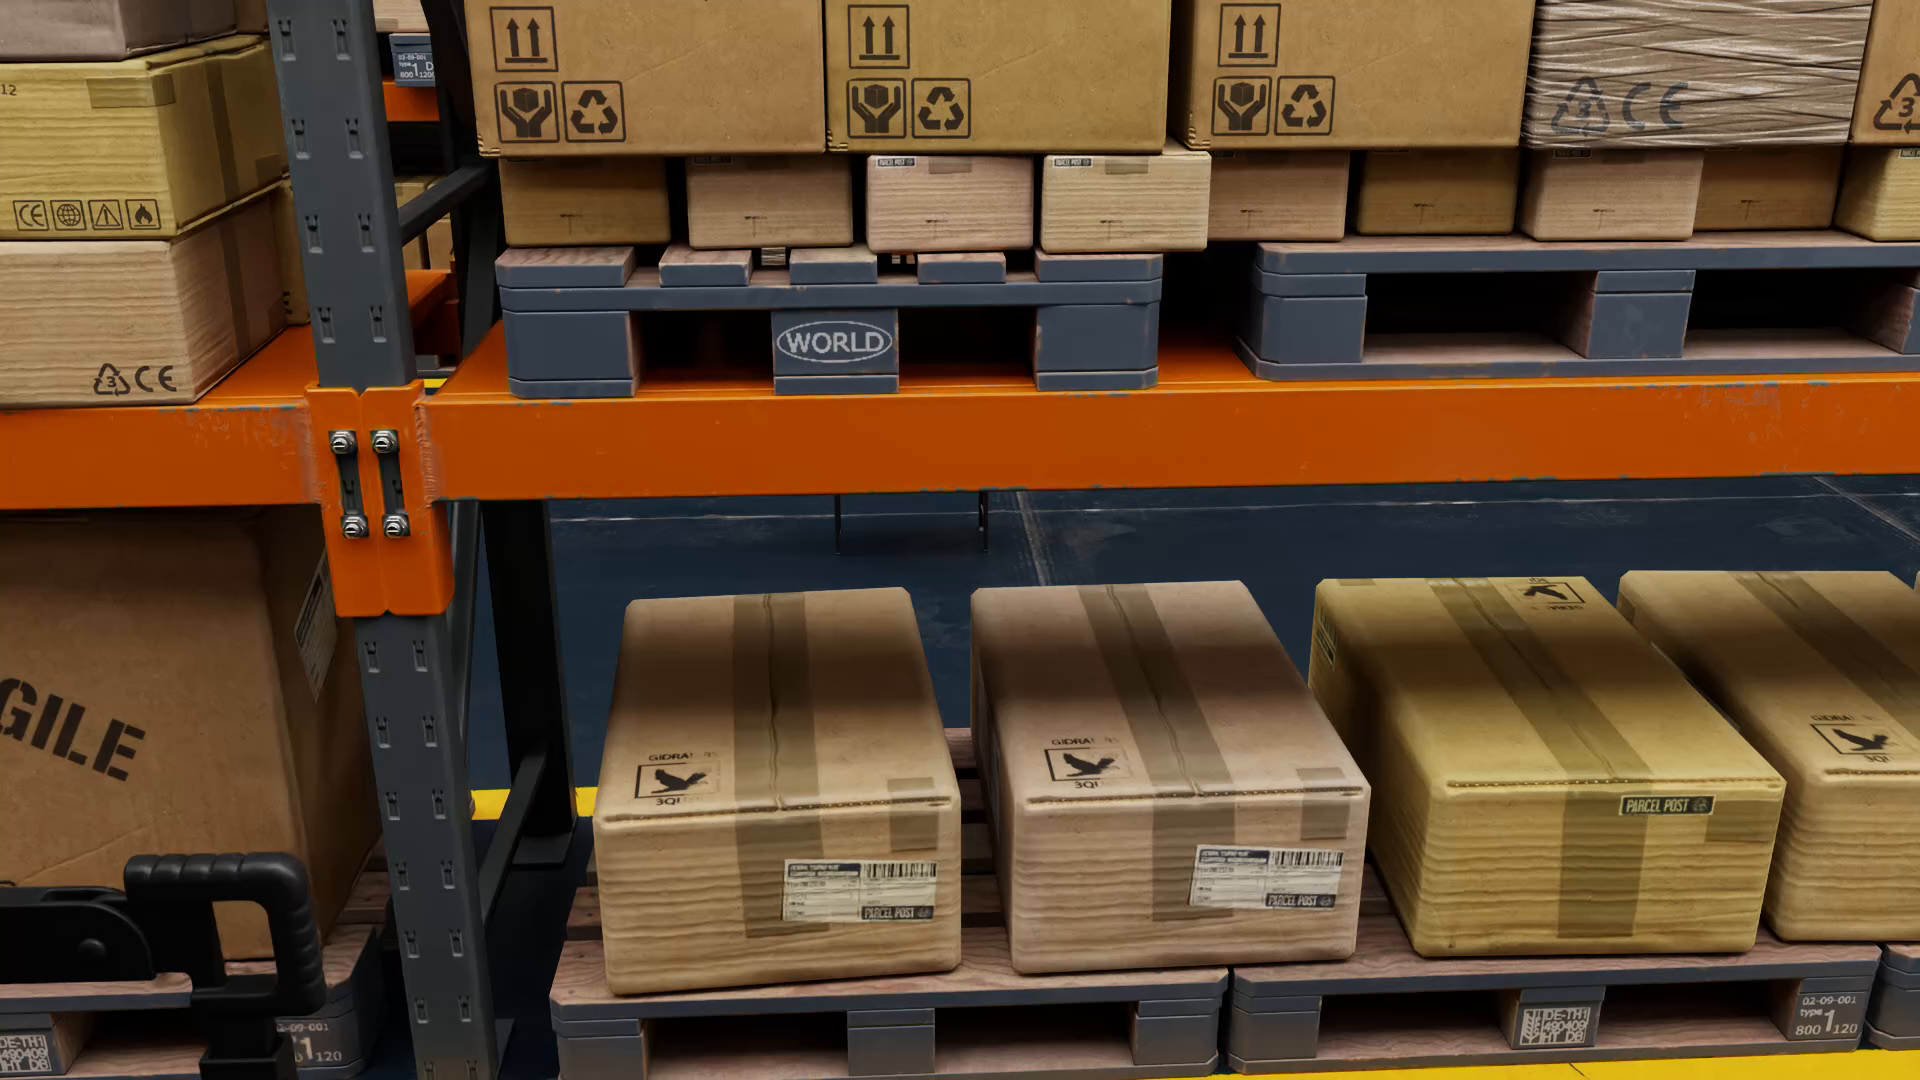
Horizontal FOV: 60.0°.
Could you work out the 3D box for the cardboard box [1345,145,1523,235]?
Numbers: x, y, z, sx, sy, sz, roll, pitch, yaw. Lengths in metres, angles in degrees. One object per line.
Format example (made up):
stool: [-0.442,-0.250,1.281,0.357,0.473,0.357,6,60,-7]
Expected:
cardboard box: [0.757,-0.623,2.806,0.250,0.149,0.380,0,21,-1]

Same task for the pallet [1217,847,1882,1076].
pallet: [1.065,0.694,3.503,1.213,0.211,1.003,-1,21,-3]

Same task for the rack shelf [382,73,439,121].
rack shelf: [-3.214,-1.957,7.556,4.000,0.370,1.077,-1,21,-3]

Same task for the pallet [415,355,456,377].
pallet: [-1.965,-1.029,8.027,1.213,0.211,1.003,-1,21,-3]

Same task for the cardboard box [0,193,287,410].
cardboard box: [-1.420,-0.398,2.661,0.500,0.250,0.500,-2,21,-5]

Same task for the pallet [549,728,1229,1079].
pallet: [-0.150,0.717,3.440,1.213,0.211,1.003,-1,21,-3]

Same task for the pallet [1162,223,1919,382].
pallet: [1.044,-0.536,3.082,1.213,0.211,1.003,-1,21,-3]

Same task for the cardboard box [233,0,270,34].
cardboard box: [-1.436,-1.161,2.910,0.500,0.500,0.500,-2,21,-5]

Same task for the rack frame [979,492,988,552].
rack frame: [0.078,-0.562,5.412,0.015,1.200,0.240,-1,21,-3]

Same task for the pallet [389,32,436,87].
pallet: [-1.890,-2.205,7.468,1.003,0.211,1.213,-1,21,-3]

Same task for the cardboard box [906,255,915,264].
cardboard box: [0.058,-1.444,7.946,0.625,0.625,0.875,0,21,-1]

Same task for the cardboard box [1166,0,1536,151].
cardboard box: [0.582,-0.906,2.636,0.500,0.500,0.500,-1,21,-2]

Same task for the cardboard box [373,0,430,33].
cardboard box: [-2.252,-2.324,7.129,0.500,0.250,0.500,-2,21,-6]

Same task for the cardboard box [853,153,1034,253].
cardboard box: [-0.035,-0.573,2.673,0.250,0.149,0.380,-3,21,-7]

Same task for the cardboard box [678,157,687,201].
cardboard box: [-0.616,-0.740,3.111,0.250,0.149,0.380,0,21,-1]

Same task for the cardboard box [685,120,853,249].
cardboard box: [-0.311,-0.584,2.702,0.250,0.149,0.380,-2,21,-6]

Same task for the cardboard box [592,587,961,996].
cardboard box: [-0.365,0.453,3.318,0.625,0.372,0.950,-3,21,-7]

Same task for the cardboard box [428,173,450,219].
cardboard box: [-2.232,-1.559,7.511,0.250,0.149,0.380,-2,21,-5]

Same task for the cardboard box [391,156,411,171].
cardboard box: [-2.801,-1.741,7.988,0.250,0.149,0.380,-2,21,-4]

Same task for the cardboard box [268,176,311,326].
cardboard box: [-1.433,-0.580,3.139,0.500,0.250,0.500,-2,21,-4]

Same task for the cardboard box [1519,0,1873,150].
cardboard box: [1.082,-0.913,2.655,0.500,0.500,0.500,-2,21,-5]

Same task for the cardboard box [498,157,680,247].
cardboard box: [-0.595,-0.590,2.718,0.250,0.149,0.380,-2,21,-6]

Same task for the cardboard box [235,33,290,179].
cardboard box: [-1.450,-0.812,3.045,0.500,0.250,0.500,-1,21,-3]

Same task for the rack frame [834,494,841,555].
rack frame: [-0.409,-0.552,5.386,0.015,1.200,0.240,-1,21,-3]

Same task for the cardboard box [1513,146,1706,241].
cardboard box: [1.021,-0.606,2.759,0.250,0.149,0.380,-1,21,-1]

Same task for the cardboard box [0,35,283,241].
cardboard box: [-1.399,-0.634,2.579,0.500,0.250,0.500,-1,21,-3]

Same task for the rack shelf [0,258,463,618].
rack shelf: [-2.927,-0.194,2.925,4.000,0.370,1.077,-1,21,-3]

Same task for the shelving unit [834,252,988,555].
shelving unit: [-0.165,-0.557,5.399,0.503,1.200,0.258,-1,21,-3]

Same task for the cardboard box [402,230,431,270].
cardboard box: [-2.650,-1.259,7.635,0.500,0.500,0.500,0,21,-1]

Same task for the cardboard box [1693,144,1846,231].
cardboard box: [1.277,-0.638,2.843,0.250,0.149,0.380,-2,21,-5]

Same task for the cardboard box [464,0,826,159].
cardboard box: [-0.468,-0.880,2.567,0.500,0.500,0.500,-2,21,-5]

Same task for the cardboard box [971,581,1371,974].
cardboard box: [0.371,0.435,3.364,0.625,0.372,0.950,-2,21,-4]

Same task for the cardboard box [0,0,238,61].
cardboard box: [-1.431,-0.981,2.437,0.500,0.500,0.500,-2,21,-5]

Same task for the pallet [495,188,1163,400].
pallet: [-0.225,-0.533,3.075,1.003,0.211,1.213,-1,21,-3]

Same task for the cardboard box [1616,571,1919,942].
cardboard box: [1.822,0.407,3.438,0.625,0.372,0.950,0,21,0]

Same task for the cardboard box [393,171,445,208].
cardboard box: [-2.498,-1.570,7.539,0.250,0.149,0.380,-1,21,-1]

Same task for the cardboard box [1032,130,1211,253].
cardboard box: [0.241,-0.571,2.669,0.250,0.149,0.380,-1,21,-3]

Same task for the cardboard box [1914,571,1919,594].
cardboard box: [2.540,0.392,3.480,0.625,0.372,0.950,-1,21,-2]

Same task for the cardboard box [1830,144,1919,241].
cardboard box: [1.546,-0.607,2.761,0.250,0.149,0.380,-1,21,-3]

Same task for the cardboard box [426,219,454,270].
cardboard box: [-2.127,-1.270,7.665,0.500,0.500,0.500,-1,21,-4]

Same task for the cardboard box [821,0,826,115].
cardboard box: [-0.492,-1.061,3.042,0.500,0.500,0.500,-2,21,-5]

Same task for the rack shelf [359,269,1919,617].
rack shelf: [1.067,-0.275,3.139,4.000,0.370,1.077,-1,21,-3]

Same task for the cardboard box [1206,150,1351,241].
cardboard box: [0.477,-0.604,2.754,0.250,0.149,0.380,0,21,0]

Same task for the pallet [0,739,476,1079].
pallet: [-1.722,0.722,3.428,1.213,0.211,1.003,-1,21,-3]

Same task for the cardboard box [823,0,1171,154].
cardboard box: [0.052,-0.893,2.601,0.500,0.500,0.500,0,21,0]

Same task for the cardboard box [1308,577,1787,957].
cardboard box: [1.128,0.422,3.400,0.625,0.372,0.950,0,21,-1]

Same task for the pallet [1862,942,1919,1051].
pallet: [2.286,0.668,3.571,1.213,0.211,1.003,-1,21,-3]

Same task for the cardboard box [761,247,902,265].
cardboard box: [-0.594,-1.428,7.903,0.625,0.625,0.875,-1,21,-1]

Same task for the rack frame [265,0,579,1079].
rack frame: [-0.930,-0.571,2.904,0.127,3.000,1.000,-1,21,-3]

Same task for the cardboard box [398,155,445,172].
cardboard box: [-2.543,-1.763,8.048,0.250,0.149,0.380,-2,21,-6]

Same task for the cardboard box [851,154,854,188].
cardboard box: [-0.104,-0.792,3.248,0.250,0.149,0.380,-1,21,-4]

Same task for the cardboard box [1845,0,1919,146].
cardboard box: [1.605,-0.924,2.684,0.500,0.500,0.500,0,21,-1]

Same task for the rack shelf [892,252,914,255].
rack shelf: [-0.165,-0.925,5.259,0.480,0.148,0.258,-1,21,-3]

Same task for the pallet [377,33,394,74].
pallet: [-3.158,-2.203,7.461,1.213,0.211,1.003,-1,21,-3]

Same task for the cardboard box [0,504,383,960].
cardboard box: [-1.624,0.211,3.248,0.875,0.875,0.875,-1,21,-4]
